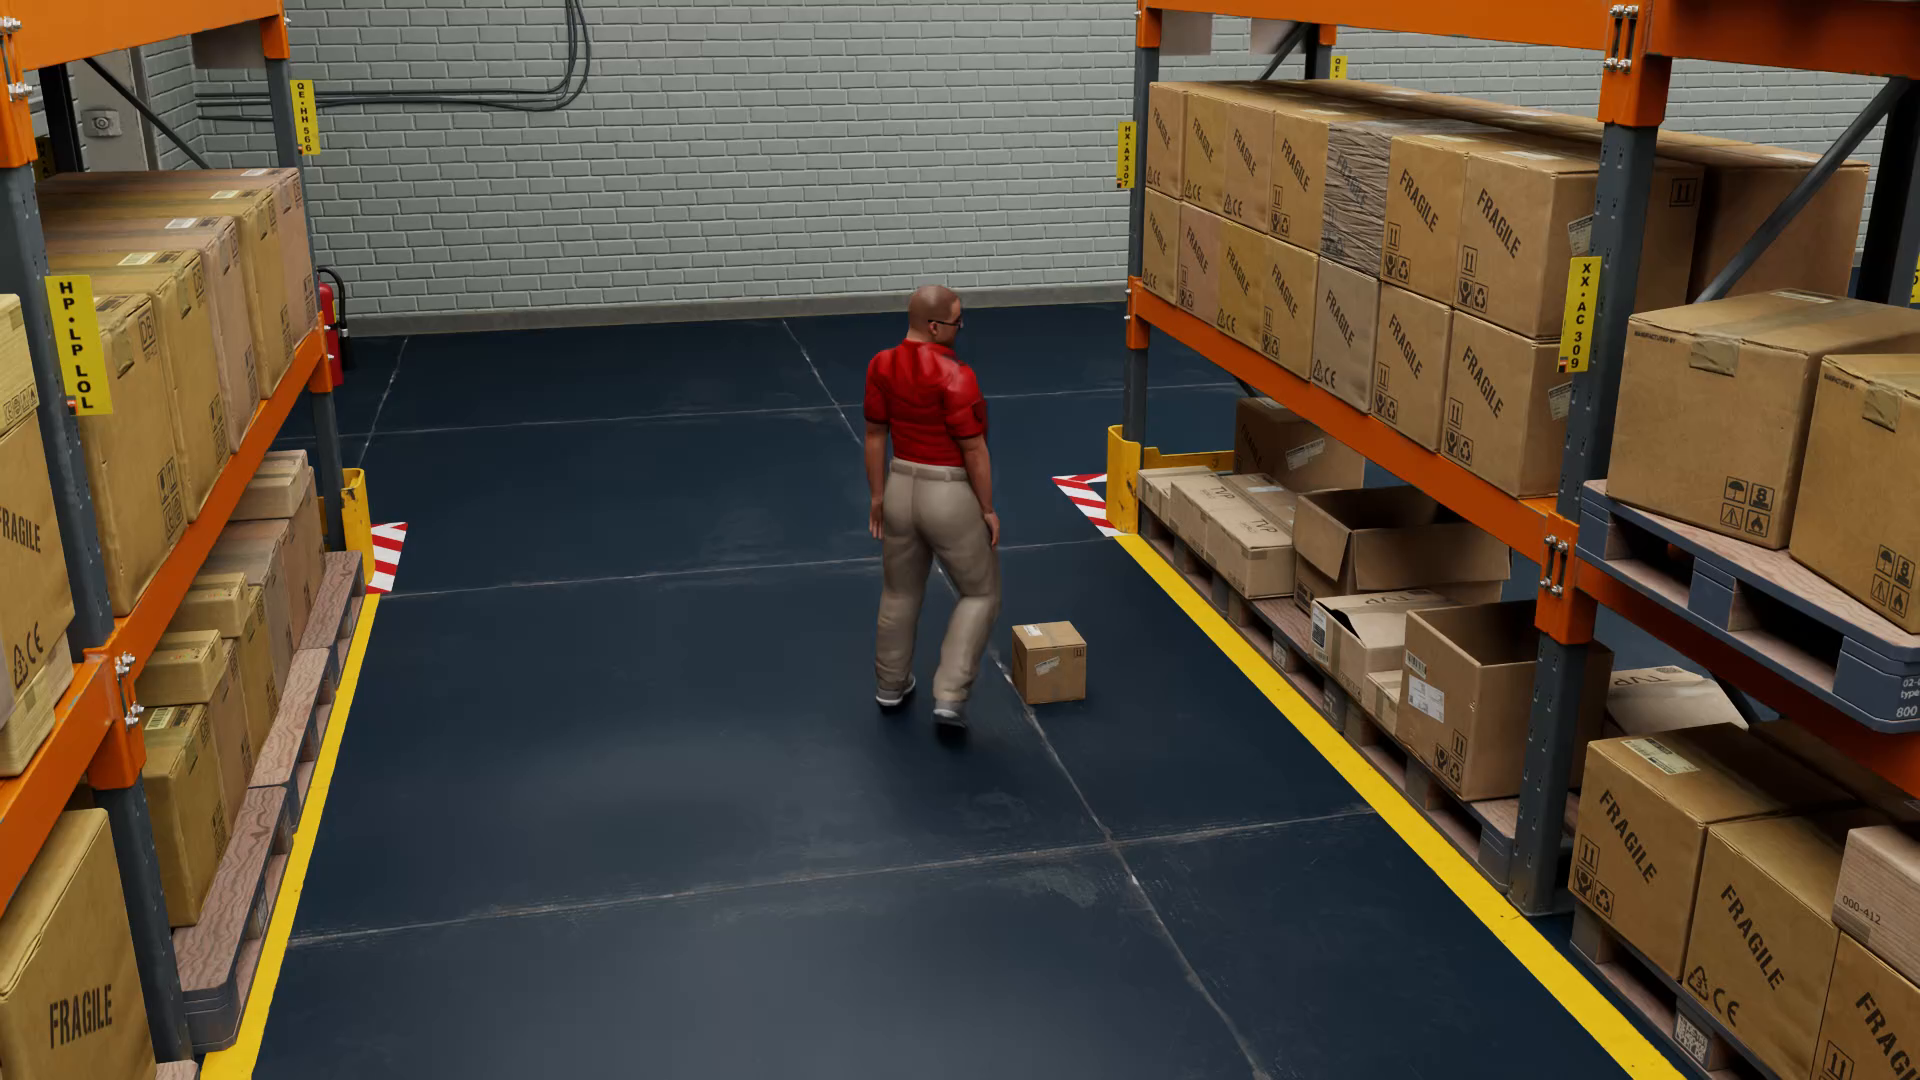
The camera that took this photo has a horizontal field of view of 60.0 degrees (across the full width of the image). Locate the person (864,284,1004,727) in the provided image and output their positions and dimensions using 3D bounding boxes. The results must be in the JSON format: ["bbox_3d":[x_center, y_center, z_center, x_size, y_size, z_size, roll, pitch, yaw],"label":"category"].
[{"bbox_3d":[-0.141,-0.123,6.381,0.601,1.731,0.434,14,24,35],"label":"person"}]
